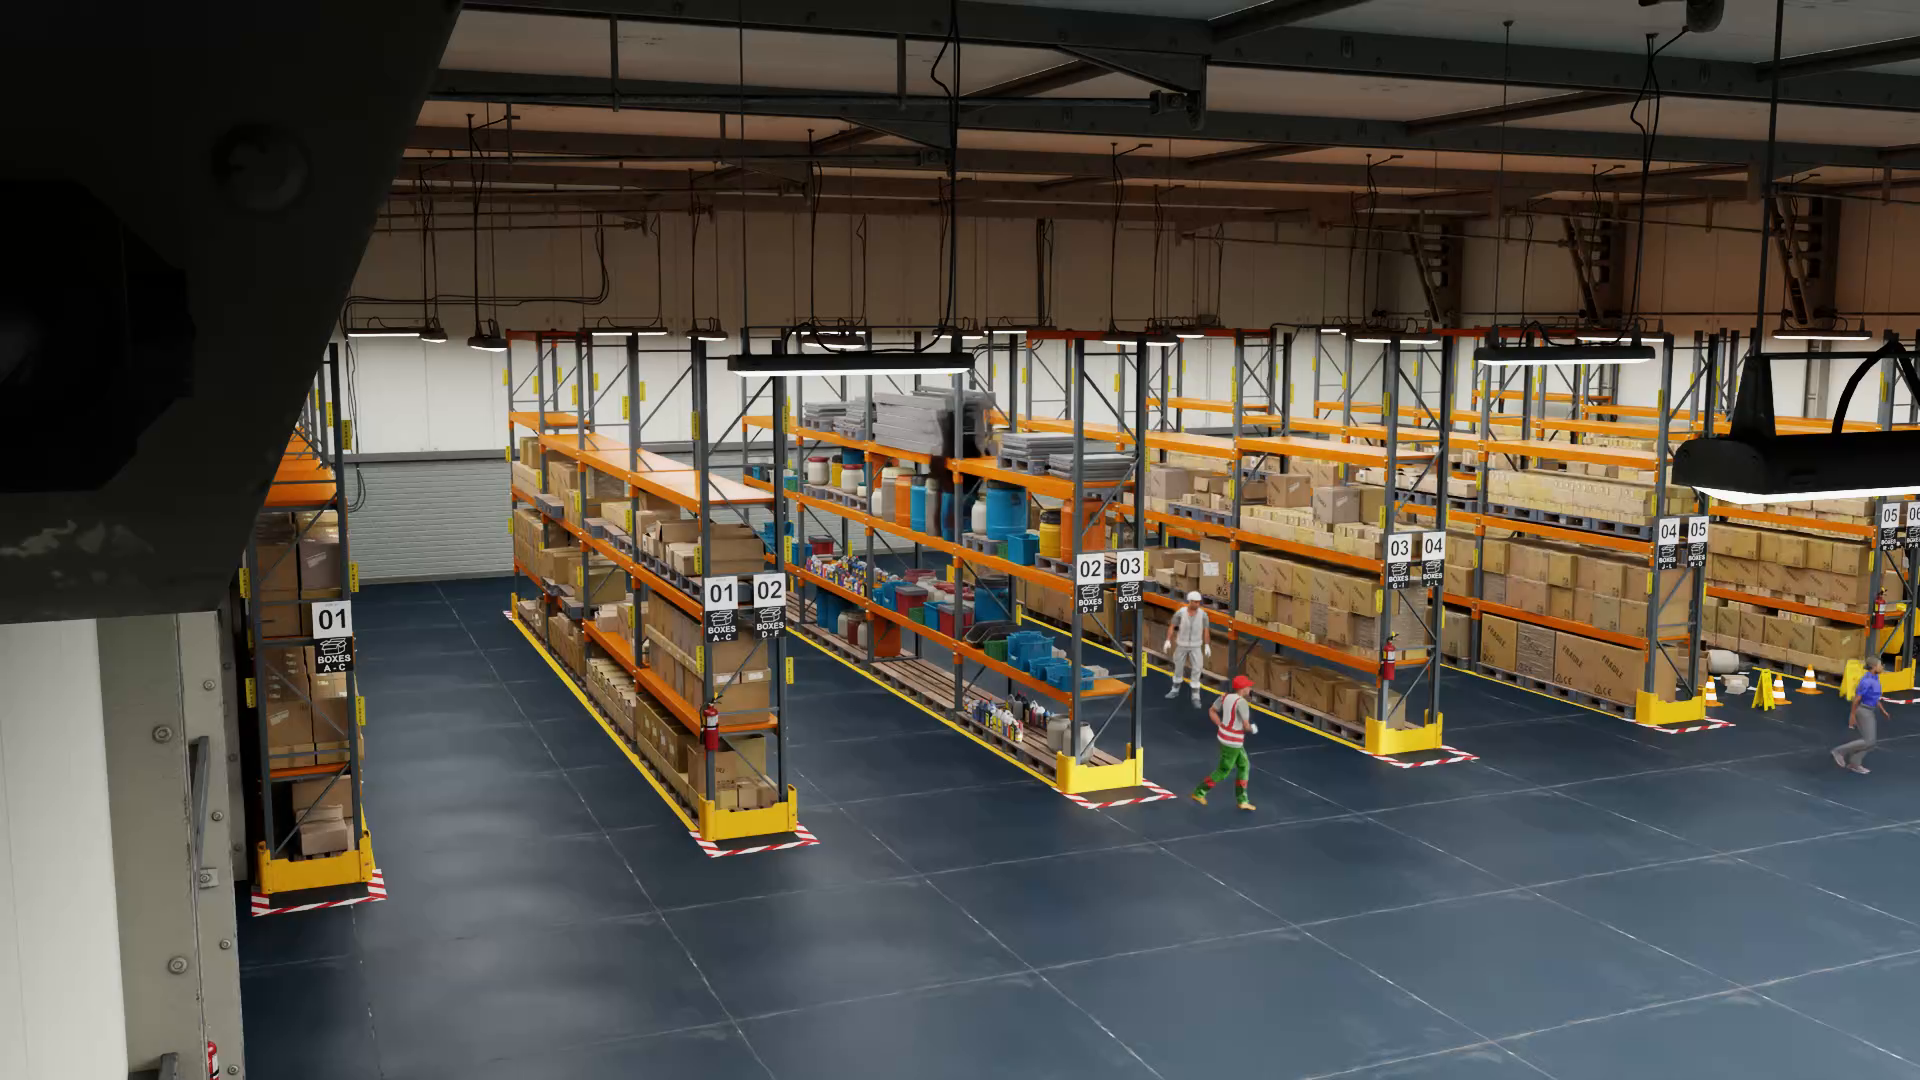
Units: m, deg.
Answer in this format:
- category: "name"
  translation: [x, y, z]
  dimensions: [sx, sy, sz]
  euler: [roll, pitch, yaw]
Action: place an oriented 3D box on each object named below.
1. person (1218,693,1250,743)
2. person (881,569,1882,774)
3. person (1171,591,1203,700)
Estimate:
- category: "person"
  translation: [3.478, 2.257, 21.098]
  dimensions: [0.371, 0.584, 0.410]
  euler: [-1, 8, -6]
- category: "person"
  translation: [5.635, 1.879, 27.122]
  dimensions: [16.407, 1.591, 1.419]
  euler: [5, 9, 34]
- category: "person"
  translation: [3.541, 1.626, 25.871]
  dimensions: [0.481, 1.718, 0.616]
  euler: [1, 8, 5]
